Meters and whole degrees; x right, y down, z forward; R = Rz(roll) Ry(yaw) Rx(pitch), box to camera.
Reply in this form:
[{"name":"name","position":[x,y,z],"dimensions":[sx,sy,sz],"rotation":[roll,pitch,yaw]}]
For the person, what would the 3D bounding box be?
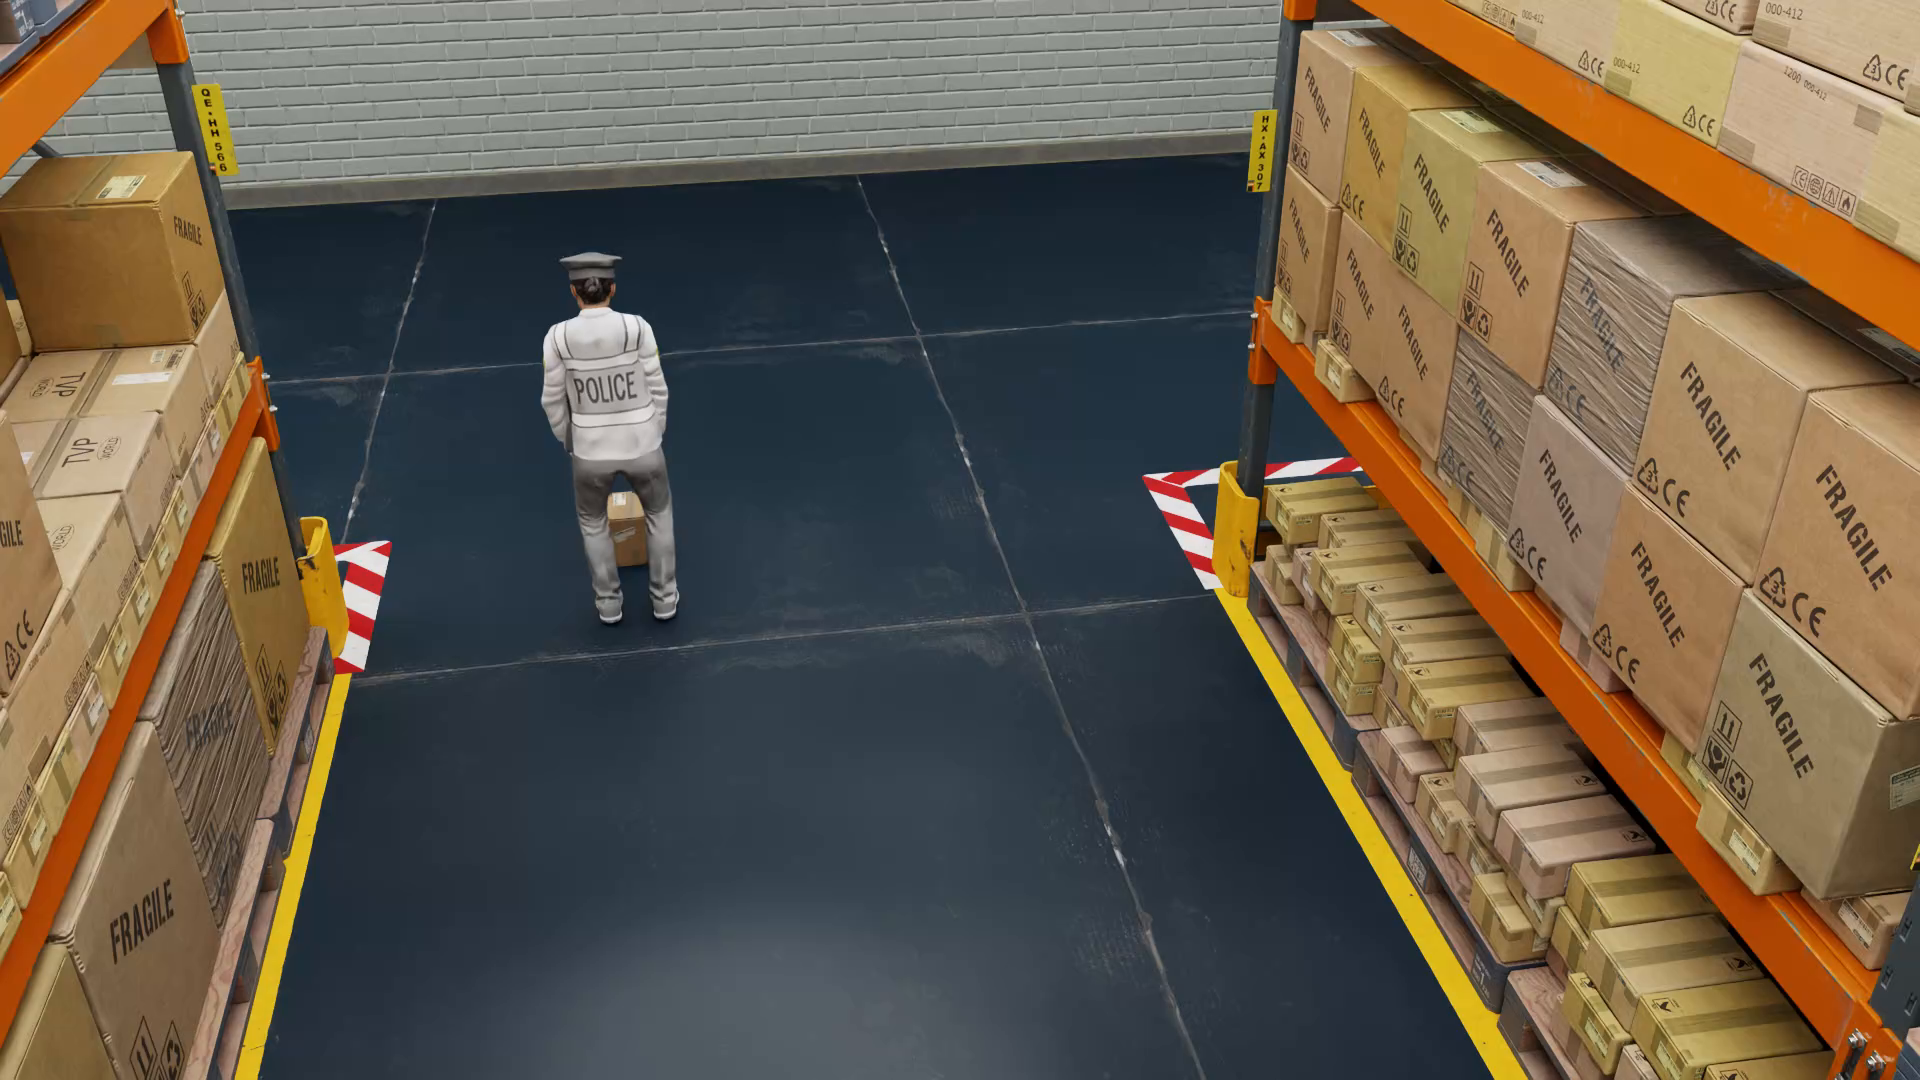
[{"name":"person","position":[-1.442,-0.399,6.870],"dimensions":[0.508,1.604,0.485],"rotation":[-5,31,-8]}]
